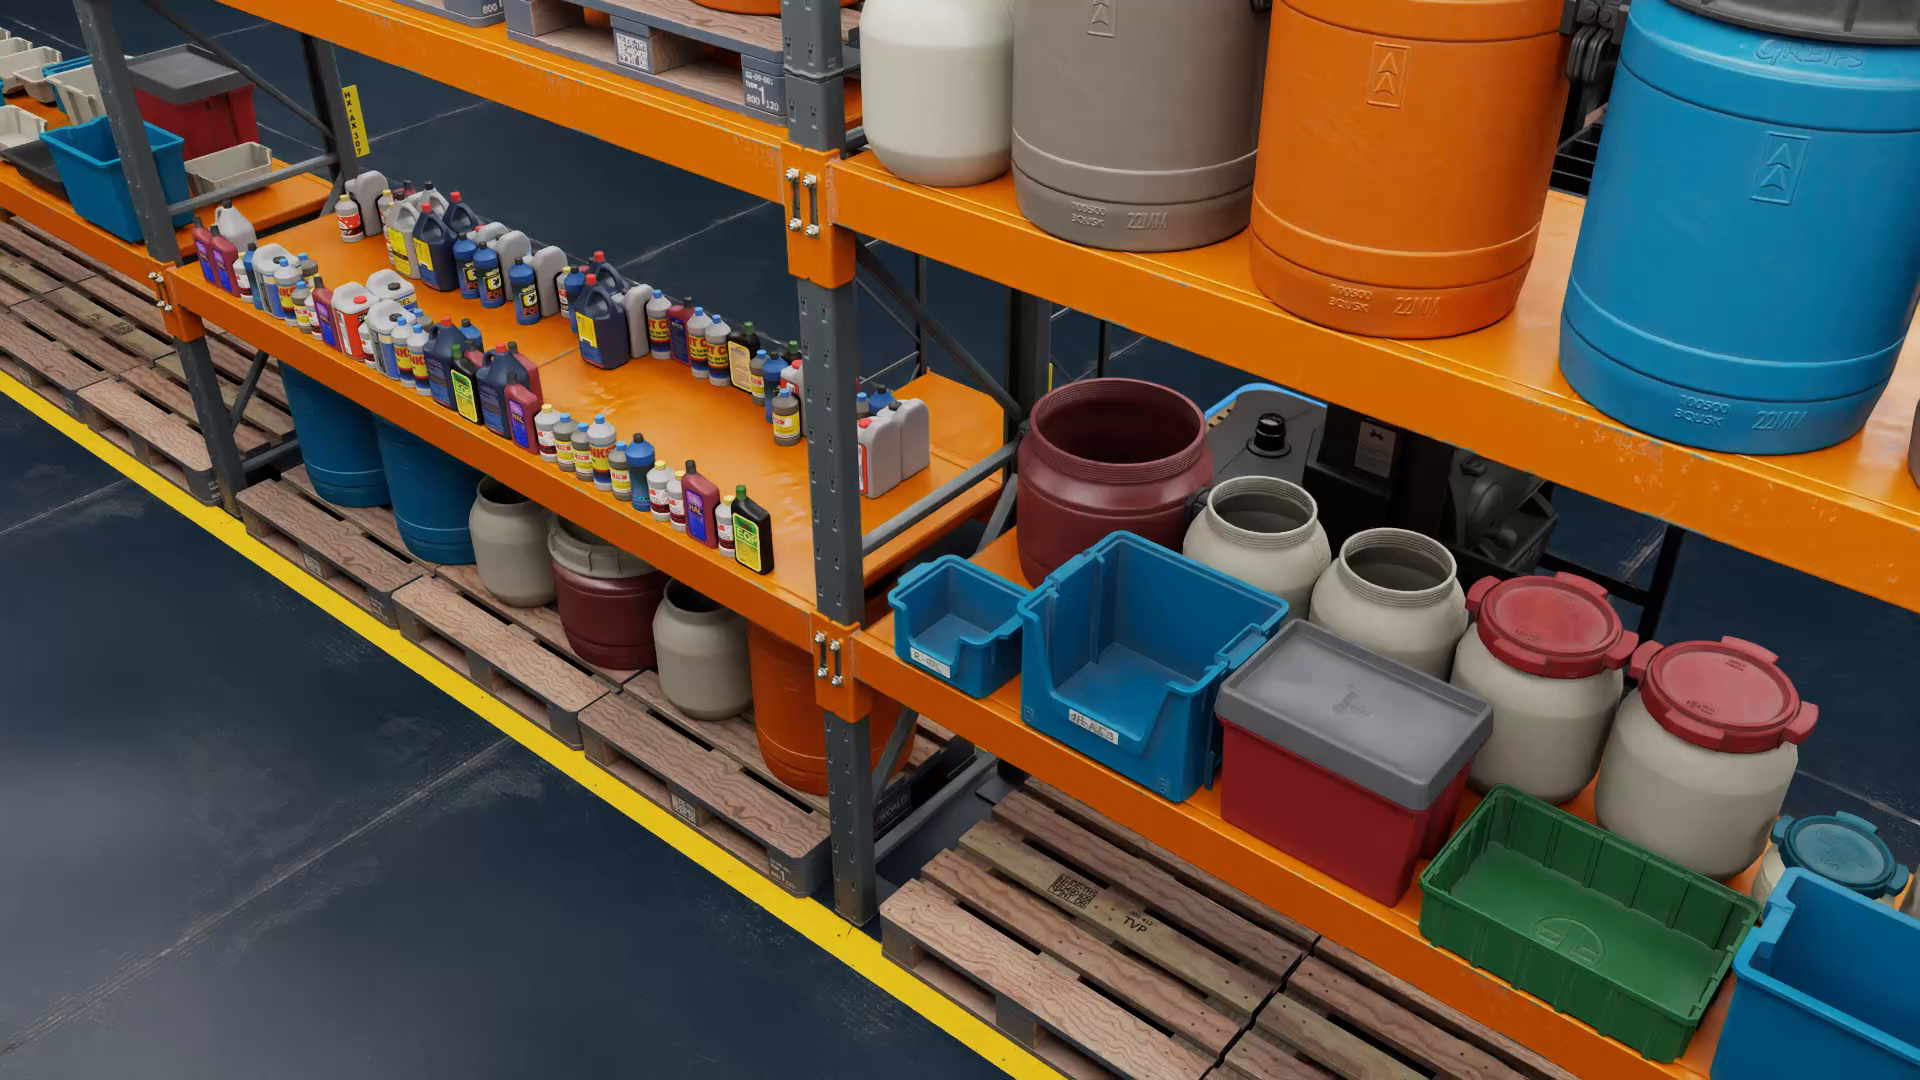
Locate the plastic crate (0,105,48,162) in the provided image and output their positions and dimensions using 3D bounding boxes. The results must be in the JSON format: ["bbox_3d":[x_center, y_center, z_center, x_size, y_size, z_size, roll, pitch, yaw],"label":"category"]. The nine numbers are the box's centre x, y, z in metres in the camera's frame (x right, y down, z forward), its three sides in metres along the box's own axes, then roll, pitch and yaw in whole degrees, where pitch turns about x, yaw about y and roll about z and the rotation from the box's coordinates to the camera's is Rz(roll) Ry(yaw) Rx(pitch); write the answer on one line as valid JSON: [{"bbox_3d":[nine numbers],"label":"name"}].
[{"bbox_3d":[-4.678,-1.987,8.174,0.466,0.136,0.293,25,42,32],"label":"plastic crate"}]

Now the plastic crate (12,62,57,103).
[{"bbox_3d":[-4.796,-2.419,8.802,0.250,0.136,0.298,25,42,32],"label":"plastic crate"}]

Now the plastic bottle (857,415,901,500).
[{"bbox_3d":[-0.296,-0.302,5.650,0.135,0.276,0.152,25,42,32],"label":"plastic bottle"}]

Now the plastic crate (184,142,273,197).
[{"bbox_3d":[-3.414,-1.718,7.782,0.243,0.136,0.396,25,42,32],"label":"plastic crate"}]

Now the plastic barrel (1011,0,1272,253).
[{"bbox_3d":[0.419,-1.173,3.716,0.600,0.901,0.600,0,34,0],"label":"plastic barrel"}]

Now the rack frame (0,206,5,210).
[{"bbox_3d":[-6.222,-3.020,9.498,0.127,3.000,1.000,25,42,32],"label":"rack frame"}]

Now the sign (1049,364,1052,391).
[{"bbox_3d":[0.273,-0.431,5.584,0.005,0.325,0.100,25,42,32],"label":"sign"}]

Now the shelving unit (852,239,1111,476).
[{"bbox_3d":[0.059,-0.591,7.285,1.083,1.500,0.587,25,42,32],"label":"shelving unit"}]

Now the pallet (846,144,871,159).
[{"bbox_3d":[-0.513,-2.886,11.766,1.213,0.211,1.003,25,42,32],"label":"pallet"}]

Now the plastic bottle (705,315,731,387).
[{"bbox_3d":[-0.906,-0.720,6.262,0.097,0.271,0.097,0,34,0],"label":"plastic bottle"}]

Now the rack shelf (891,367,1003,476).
[{"bbox_3d":[0.066,-0.439,7.382,1.000,0.185,0.538,25,42,32],"label":"rack shelf"}]

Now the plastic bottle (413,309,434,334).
[{"bbox_3d":[-2.080,-0.797,6.437,0.097,0.201,0.097,0,34,0],"label":"plastic bottle"}]

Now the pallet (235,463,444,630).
[{"bbox_3d":[-2.581,-0.124,7.744,1.213,0.211,1.003,25,42,32],"label":"pallet"}]

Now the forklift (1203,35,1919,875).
[{"bbox_3d":[2.026,-0.244,5.516,3.031,2.935,1.130,25,42,32],"label":"forklift"}]

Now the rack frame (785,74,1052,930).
[{"bbox_3d":[-0.073,-0.122,5.278,0.127,3.000,1.000,25,42,32],"label":"rack frame"}]

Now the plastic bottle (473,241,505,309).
[{"bbox_3d":[-1.931,-1.091,6.803,0.097,0.271,0.097,0,34,0],"label":"plastic bottle"}]

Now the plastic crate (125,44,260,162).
[{"bbox_3d":[-3.673,-2.055,7.983,0.583,0.464,0.402,25,42,32],"label":"plastic crate"}]

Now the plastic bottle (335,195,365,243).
[{"bbox_3d":[-2.703,-1.426,7.352,0.097,0.201,0.097,0,34,0],"label":"plastic bottle"}]

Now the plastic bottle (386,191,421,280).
[{"bbox_3d":[-2.324,-1.297,7.033,0.185,0.351,0.144,25,42,32],"label":"plastic bottle"}]

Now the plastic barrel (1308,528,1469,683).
[{"bbox_3d":[1.178,0.264,4.617,0.421,0.512,0.421,0,34,0],"label":"plastic barrel"}]

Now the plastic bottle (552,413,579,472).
[{"bbox_3d":[-1.360,-0.346,5.780,0.097,0.201,0.097,0,34,0],"label":"plastic bottle"}]

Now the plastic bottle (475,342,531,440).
[{"bbox_3d":[-1.631,-0.552,5.948,0.185,0.351,0.144,25,42,32],"label":"plastic bottle"}]

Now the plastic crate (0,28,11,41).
[{"bbox_3d":[-5.479,-2.719,9.240,0.243,0.136,0.396,25,42,32],"label":"plastic crate"}]

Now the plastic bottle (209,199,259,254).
[{"bbox_3d":[-3.053,-1.267,6.990,0.185,0.351,0.144,25,42,32],"label":"plastic bottle"}]

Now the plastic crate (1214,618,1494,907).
[{"bbox_3d":[0.973,0.570,4.214,0.583,0.464,0.402,25,42,32],"label":"plastic crate"}]

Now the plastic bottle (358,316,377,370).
[{"bbox_3d":[-2.252,-0.766,6.392,0.097,0.201,0.097,0,34,0],"label":"plastic bottle"}]

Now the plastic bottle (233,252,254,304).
[{"bbox_3d":[-2.936,-1.088,6.861,0.097,0.201,0.097,0,34,0],"label":"plastic bottle"}]

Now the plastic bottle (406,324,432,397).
[{"bbox_3d":[-1.999,-0.676,6.198,0.097,0.271,0.097,0,34,0],"label":"plastic bottle"}]

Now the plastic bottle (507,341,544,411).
[{"bbox_3d":[-1.585,-0.579,6.046,0.133,0.283,0.061,25,42,32],"label":"plastic bottle"}]

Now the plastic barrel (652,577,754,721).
[{"bbox_3d":[-0.951,0.395,6.352,0.421,0.512,0.421,0,34,0],"label":"plastic barrel"}]

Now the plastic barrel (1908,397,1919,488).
[{"bbox_3d":[1.968,-0.443,2.653,0.600,0.901,0.600,0,34,0],"label":"plastic barrel"}]

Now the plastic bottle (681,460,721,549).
[{"bbox_3d":[-0.835,-0.119,5.376,0.133,0.283,0.061,25,42,32],"label":"plastic bottle"}]

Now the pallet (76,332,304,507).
[{"bbox_3d":[-3.737,-0.671,8.541,1.213,0.211,1.003,25,42,32],"label":"pallet"}]

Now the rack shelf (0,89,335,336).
[{"bbox_3d":[-4.684,-1.999,8.646,4.000,0.370,1.077,25,42,32],"label":"rack shelf"}]

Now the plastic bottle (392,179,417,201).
[{"bbox_3d":[-2.431,-1.457,7.325,0.133,0.283,0.061,25,42,32],"label":"plastic bottle"}]

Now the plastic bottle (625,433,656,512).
[{"bbox_3d":[-1.061,-0.234,5.554,0.097,0.271,0.097,0,34,0],"label":"plastic bottle"}]

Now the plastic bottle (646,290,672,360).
[{"bbox_3d":[-1.158,-0.839,6.435,0.097,0.271,0.097,0,34,0],"label":"plastic bottle"}]

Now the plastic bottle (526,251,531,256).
[{"bbox_3d":[-1.759,-1.093,6.868,0.097,0.201,0.097,0,34,0],"label":"plastic bottle"}]

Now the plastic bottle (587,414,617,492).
[{"bbox_3d":[-1.211,-0.304,5.657,0.097,0.271,0.097,0,34,0],"label":"plastic bottle"}]

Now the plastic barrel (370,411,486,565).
[{"bbox_3d":[-2.196,-0.418,7.192,0.708,0.901,0.600,25,42,32],"label":"plastic barrel"}]

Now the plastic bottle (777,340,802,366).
[{"bbox_3d":[-0.628,-0.607,6.088,0.133,0.283,0.061,25,42,32],"label":"plastic bottle"}]

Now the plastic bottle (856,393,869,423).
[{"bbox_3d":[-0.346,-0.427,5.897,0.097,0.201,0.097,0,34,0],"label":"plastic bottle"}]

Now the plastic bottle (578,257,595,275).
[{"bbox_3d":[-1.481,-1.009,6.673,0.133,0.283,0.061,25,42,32],"label":"plastic bottle"}]

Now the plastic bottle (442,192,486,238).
[{"bbox_3d":[-2.090,-1.293,7.027,0.185,0.351,0.144,25,42,32],"label":"plastic bottle"}]

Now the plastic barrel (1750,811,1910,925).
[{"bbox_3d":[2.082,0.838,4.003,0.301,0.262,0.301,0,34,0],"label":"plastic barrel"}]

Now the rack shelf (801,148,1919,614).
[{"bbox_3d":[1.464,-0.338,3.578,4.000,0.370,1.077,25,42,32],"label":"rack shelf"}]

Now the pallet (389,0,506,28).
[{"bbox_3d":[-1.609,-2.079,5.644,1.213,0.211,1.003,25,42,32],"label":"pallet"}]

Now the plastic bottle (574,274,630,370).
[{"bbox_3d":[-1.379,-0.846,6.376,0.185,0.351,0.144,25,42,32],"label":"plastic bottle"}]

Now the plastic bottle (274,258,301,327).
[{"bbox_3d":[-2.683,-0.998,6.667,0.097,0.271,0.097,0,34,0],"label":"plastic bottle"}]
